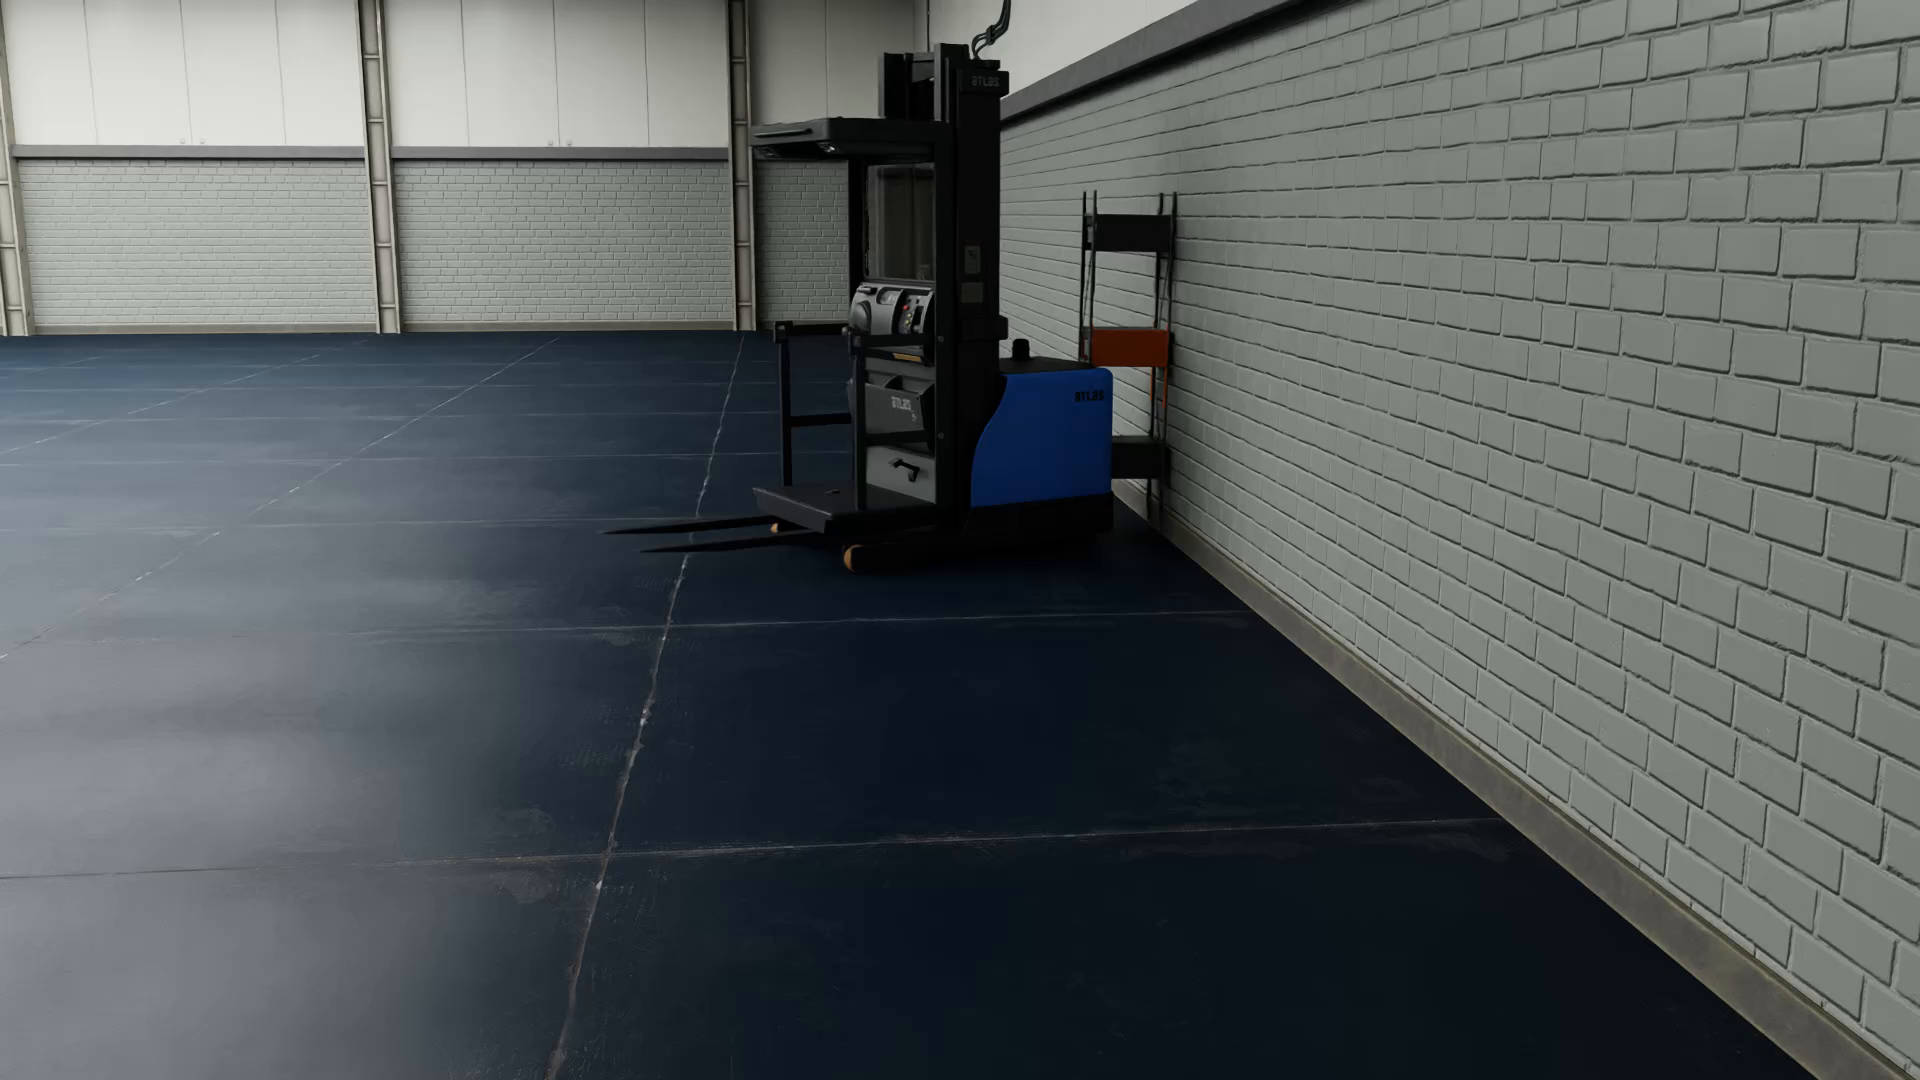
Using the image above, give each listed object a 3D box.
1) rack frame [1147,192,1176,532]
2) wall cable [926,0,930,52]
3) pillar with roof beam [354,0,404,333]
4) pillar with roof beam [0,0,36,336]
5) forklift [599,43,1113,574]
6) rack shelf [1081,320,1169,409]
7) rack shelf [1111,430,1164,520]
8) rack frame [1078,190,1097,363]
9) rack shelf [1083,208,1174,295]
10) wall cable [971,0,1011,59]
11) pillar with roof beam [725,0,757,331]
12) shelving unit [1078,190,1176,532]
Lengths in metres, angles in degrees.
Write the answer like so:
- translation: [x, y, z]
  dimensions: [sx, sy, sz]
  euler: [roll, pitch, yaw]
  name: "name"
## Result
- translation: [1.267, -1.122, 10.493]
  dimensions: [0.015, 2.100, 0.400]
  euler: [0, 11, -6]
  name: "rack frame"
- translation: [-0.385, -8.323, 24.334]
  dimensions: [0.112, 2.526, 3.097]
  euler: [-1, 11, -6]
  name: "wall cable"
- translation: [-9.249, -7.129, 23.303]
  dimensions: [0.400, 9.000, 9.100]
  euler: [-1, 11, -6]
  name: "pillar with roof beam"
- translation: [-15.214, -7.004, 22.667]
  dimensions: [0.400, 9.000, 9.100]
  euler: [-1, 11, -6]
  name: "pillar with roof beam"
- translation: [-0.584, -1.363, 9.702]
  dimensions: [3.031, 2.935, 1.130]
  euler: [-7, 13, -30]
  name: "forklift"
- translation: [1.024, -1.108, 10.471]
  dimensions: [0.480, 0.518, 0.431]
  euler: [0, 11, -6]
  name: "rack shelf"
- translation: [1.012, -0.421, 10.603]
  dimensions: [0.480, 0.518, 0.431]
  euler: [0, 11, -6]
  name: "rack shelf"
- translation: [0.781, -1.121, 10.443]
  dimensions: [0.015, 2.100, 0.400]
  euler: [0, 11, -6]
  name: "rack frame"
- translation: [1.036, -1.795, 10.338]
  dimensions: [0.480, 0.518, 0.431]
  euler: [0, 11, -6]
  name: "rack shelf"
- translation: [0.332, -7.735, 17.570]
  dimensions: [0.169, 6.003, 2.305]
  euler: [-1, 11, -6]
  name: "wall cable"
- translation: [-3.284, -7.254, 23.939]
  dimensions: [0.400, 9.000, 9.100]
  euler: [-1, 11, -6]
  name: "pillar with roof beam"
- translation: [1.024, -1.121, 10.468]
  dimensions: [0.503, 2.100, 0.431]
  euler: [0, 11, -6]
  name: "shelving unit"
